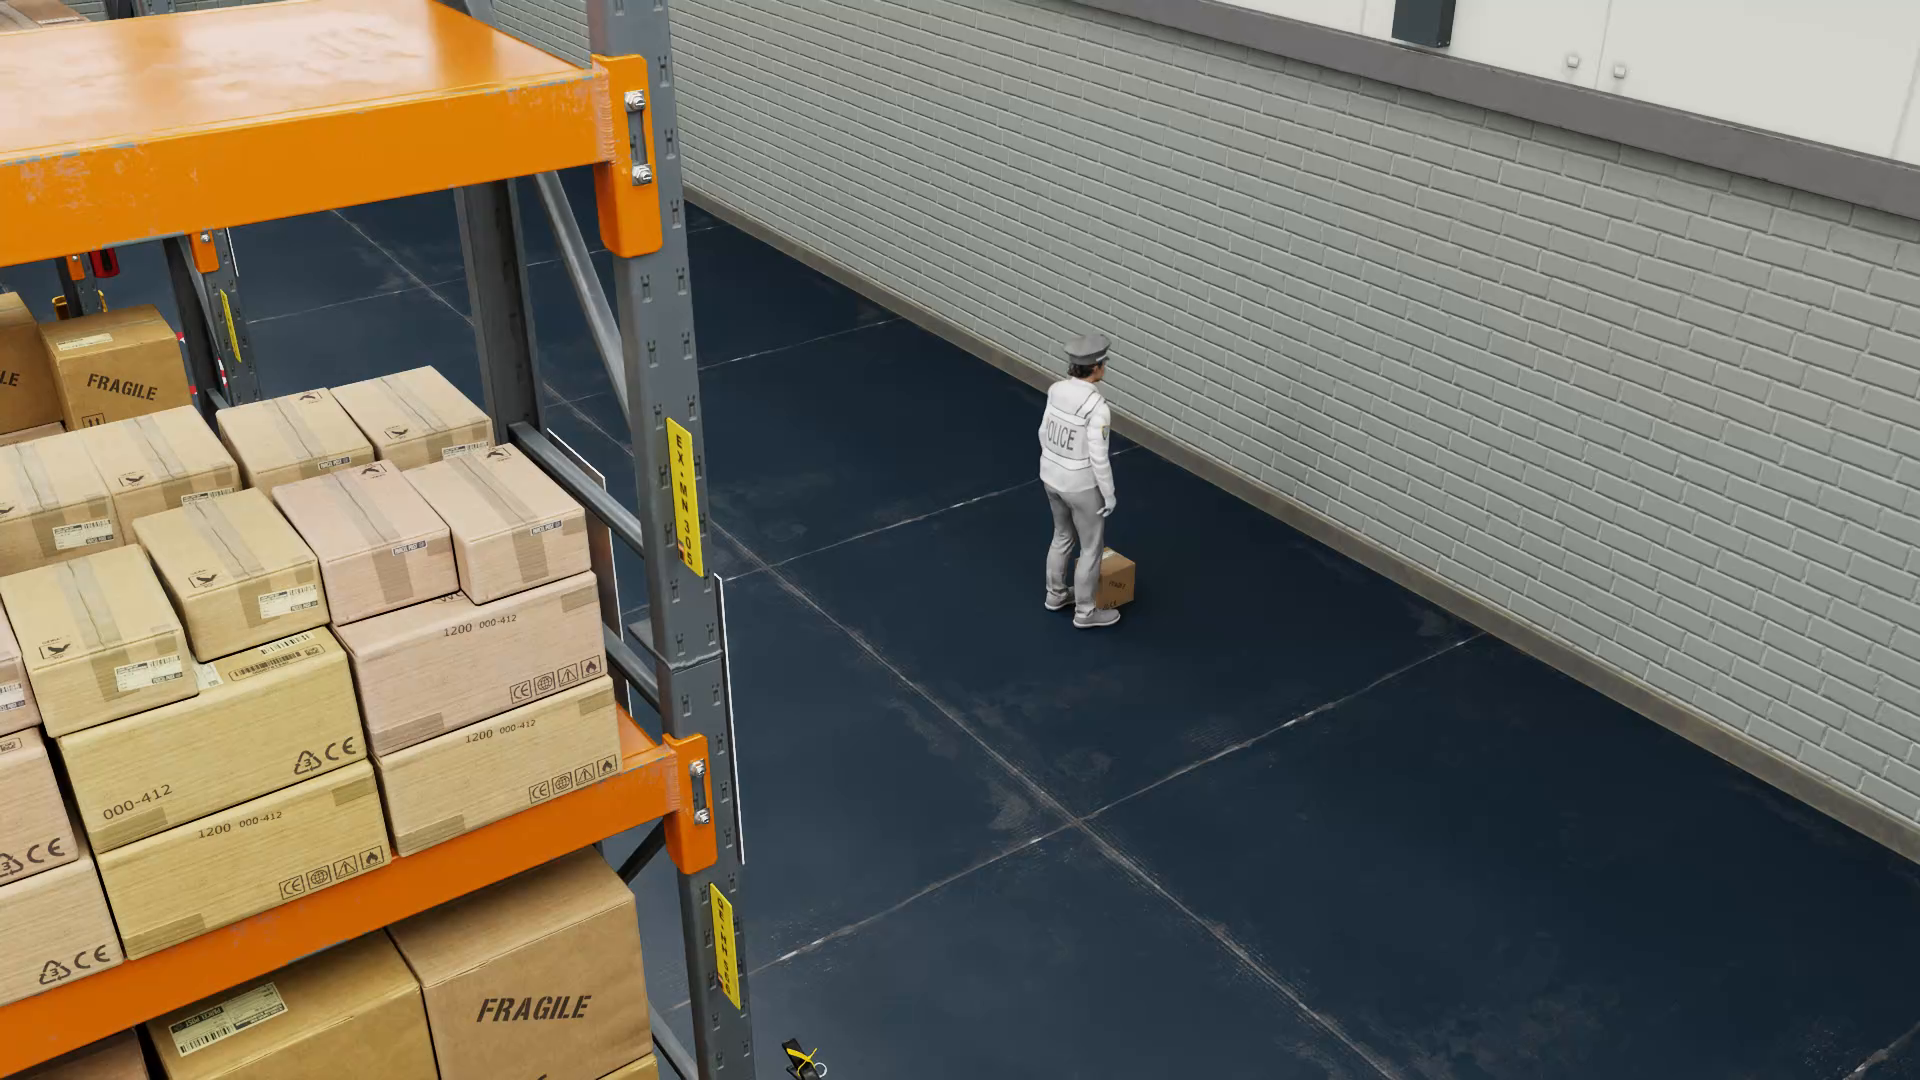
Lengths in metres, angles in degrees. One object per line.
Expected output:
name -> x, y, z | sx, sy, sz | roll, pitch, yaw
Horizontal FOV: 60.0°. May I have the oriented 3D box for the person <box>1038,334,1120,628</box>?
person -> 0.654, -0.320, 9.249 | 0.378, 1.663, 0.538 | -20, 34, -32
